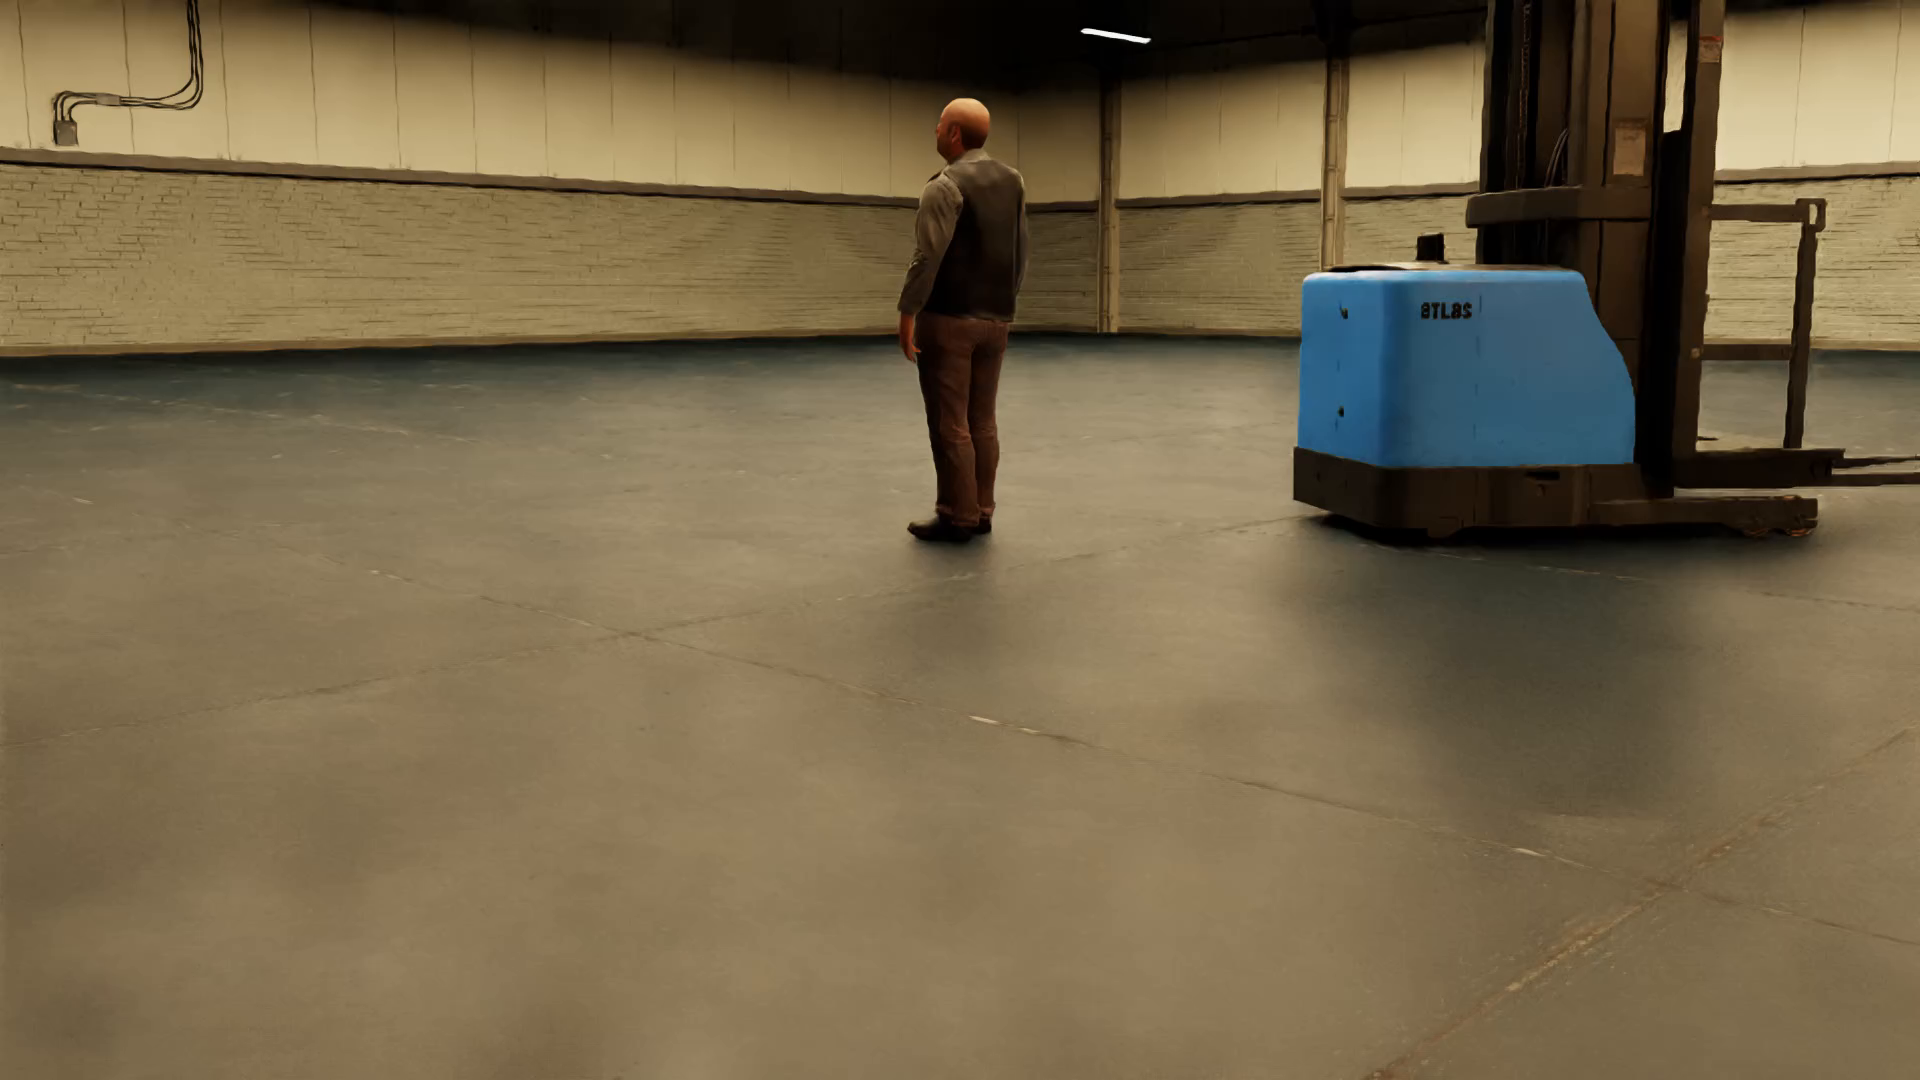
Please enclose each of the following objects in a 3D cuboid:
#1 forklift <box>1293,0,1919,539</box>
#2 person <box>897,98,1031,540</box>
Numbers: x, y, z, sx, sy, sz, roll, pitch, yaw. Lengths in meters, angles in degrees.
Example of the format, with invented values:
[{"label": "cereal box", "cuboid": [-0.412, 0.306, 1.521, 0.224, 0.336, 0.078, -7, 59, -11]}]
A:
[{"label": "forklift", "cuboid": [3.056, -1.535, 7.065, 3.031, 2.935, 1.130, -2, 9, -10]}, {"label": "person", "cuboid": [-0.039, -0.865, 6.637, 0.567, 1.720, 0.632, 8, 12, 43]}]
